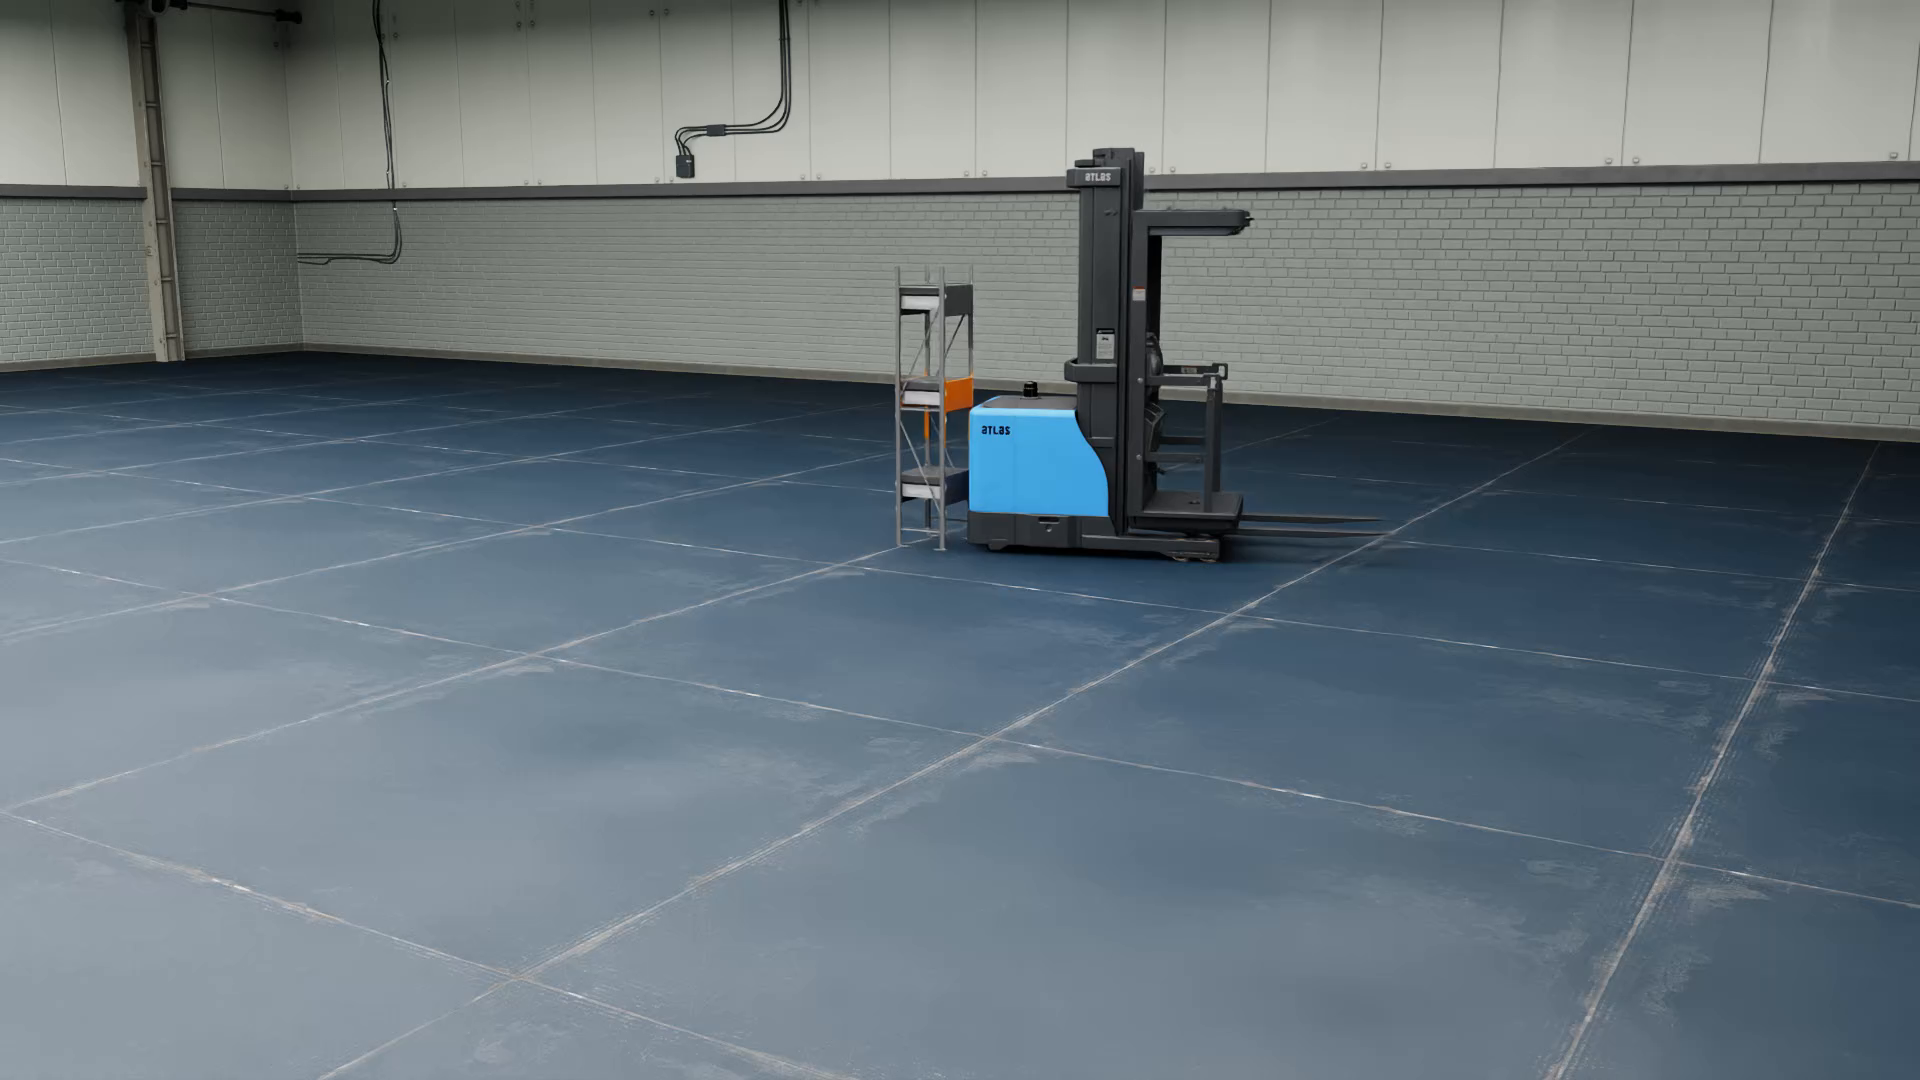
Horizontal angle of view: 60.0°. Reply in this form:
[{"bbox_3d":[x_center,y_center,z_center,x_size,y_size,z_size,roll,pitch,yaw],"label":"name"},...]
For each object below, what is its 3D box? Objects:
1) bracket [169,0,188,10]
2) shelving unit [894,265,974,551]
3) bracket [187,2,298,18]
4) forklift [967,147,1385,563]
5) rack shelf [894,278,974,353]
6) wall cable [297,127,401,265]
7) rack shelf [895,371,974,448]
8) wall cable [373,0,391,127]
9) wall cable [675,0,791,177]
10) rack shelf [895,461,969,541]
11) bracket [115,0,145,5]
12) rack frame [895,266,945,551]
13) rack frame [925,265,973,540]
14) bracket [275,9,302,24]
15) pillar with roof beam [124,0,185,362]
[{"bbox_3d":[-13.898,-9.499,29.370,0.235,0.232,0.430,6,12,31],"label":"bracket"},{"bbox_3d":[-0.190,-1.005,12.532,0.431,2.100,0.503,5,12,25],"label":"shelving unit"},{"bbox_3d":[-12.974,-9.778,30.864,0.076,0.066,3.189,6,12,31],"label":"bracket"},{"bbox_3d":[1.626,-1.383,12.291,3.031,2.935,1.130,2,11,12],"label":"forklift"},{"bbox_3d":[-0.190,-1.680,12.405,0.431,0.518,0.480,5,12,25],"label":"rack shelf"},{"bbox_3d":[-11.757,-6.509,31.619,3.097,2.526,0.112,6,12,31],"label":"wall cable"},{"bbox_3d":[-0.190,-0.992,12.534,0.431,0.518,0.480,5,12,25],"label":"rack shelf"},{"bbox_3d":[-9.445,-8.733,29.774,3.097,2.526,0.112,6,12,31],"label":"wall cable"},{"bbox_3d":[-3.651,-8.797,26.163,2.305,6.003,0.169,6,12,31],"label":"wall cable"},{"bbox_3d":[-0.190,-0.304,12.663,0.431,0.518,0.480,5,12,25],"label":"rack shelf"},{"bbox_3d":[-14.328,-9.368,28.672,0.235,0.232,0.430,6,12,31],"label":"bracket"},{"bbox_3d":[-0.295,-0.965,12.316,0.400,2.100,0.015,5,12,25],"label":"rack frame"},{"bbox_3d":[-0.084,-1.046,12.748,0.400,2.100,0.015,5,12,25],"label":"rack frame"},{"bbox_3d":[-12.667,-9.871,31.361,0.235,0.232,0.430,6,12,31],"label":"bracket"},{"bbox_3d":[-10.737,-7.287,27.337,9.100,9.000,0.548,6,12,31],"label":"pillar with roof beam"}]
